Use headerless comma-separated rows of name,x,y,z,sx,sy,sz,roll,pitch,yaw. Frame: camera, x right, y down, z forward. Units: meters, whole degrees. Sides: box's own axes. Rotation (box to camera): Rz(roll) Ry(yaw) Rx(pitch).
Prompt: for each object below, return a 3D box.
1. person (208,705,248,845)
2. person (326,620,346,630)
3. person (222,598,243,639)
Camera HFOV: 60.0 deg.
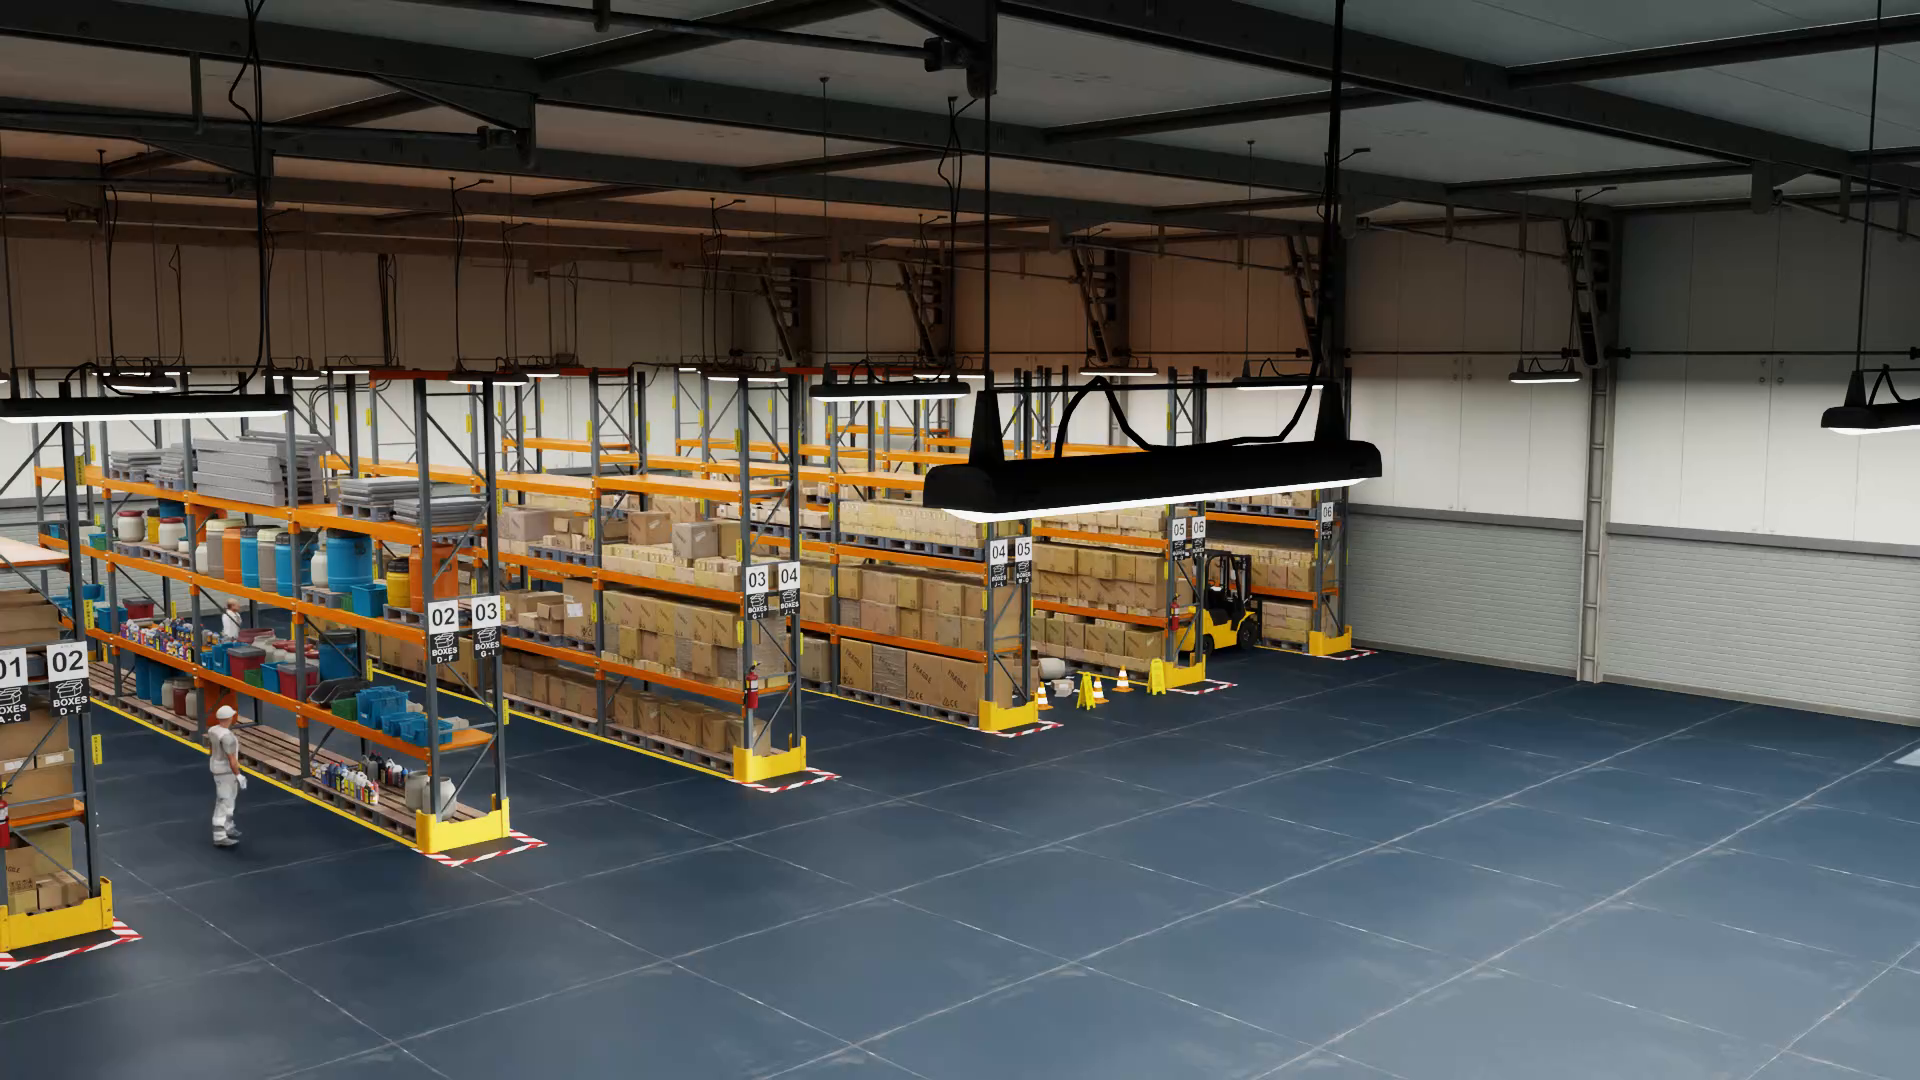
person,-9.496,3.034,21.512,0.443,1.830,0.643,-4,8,-33
person,-11.796,1.926,31.613,0.511,1.673,0.441,3,7,25
person,-13.534,1.946,31.023,1.106,1.719,0.514,4,7,30
